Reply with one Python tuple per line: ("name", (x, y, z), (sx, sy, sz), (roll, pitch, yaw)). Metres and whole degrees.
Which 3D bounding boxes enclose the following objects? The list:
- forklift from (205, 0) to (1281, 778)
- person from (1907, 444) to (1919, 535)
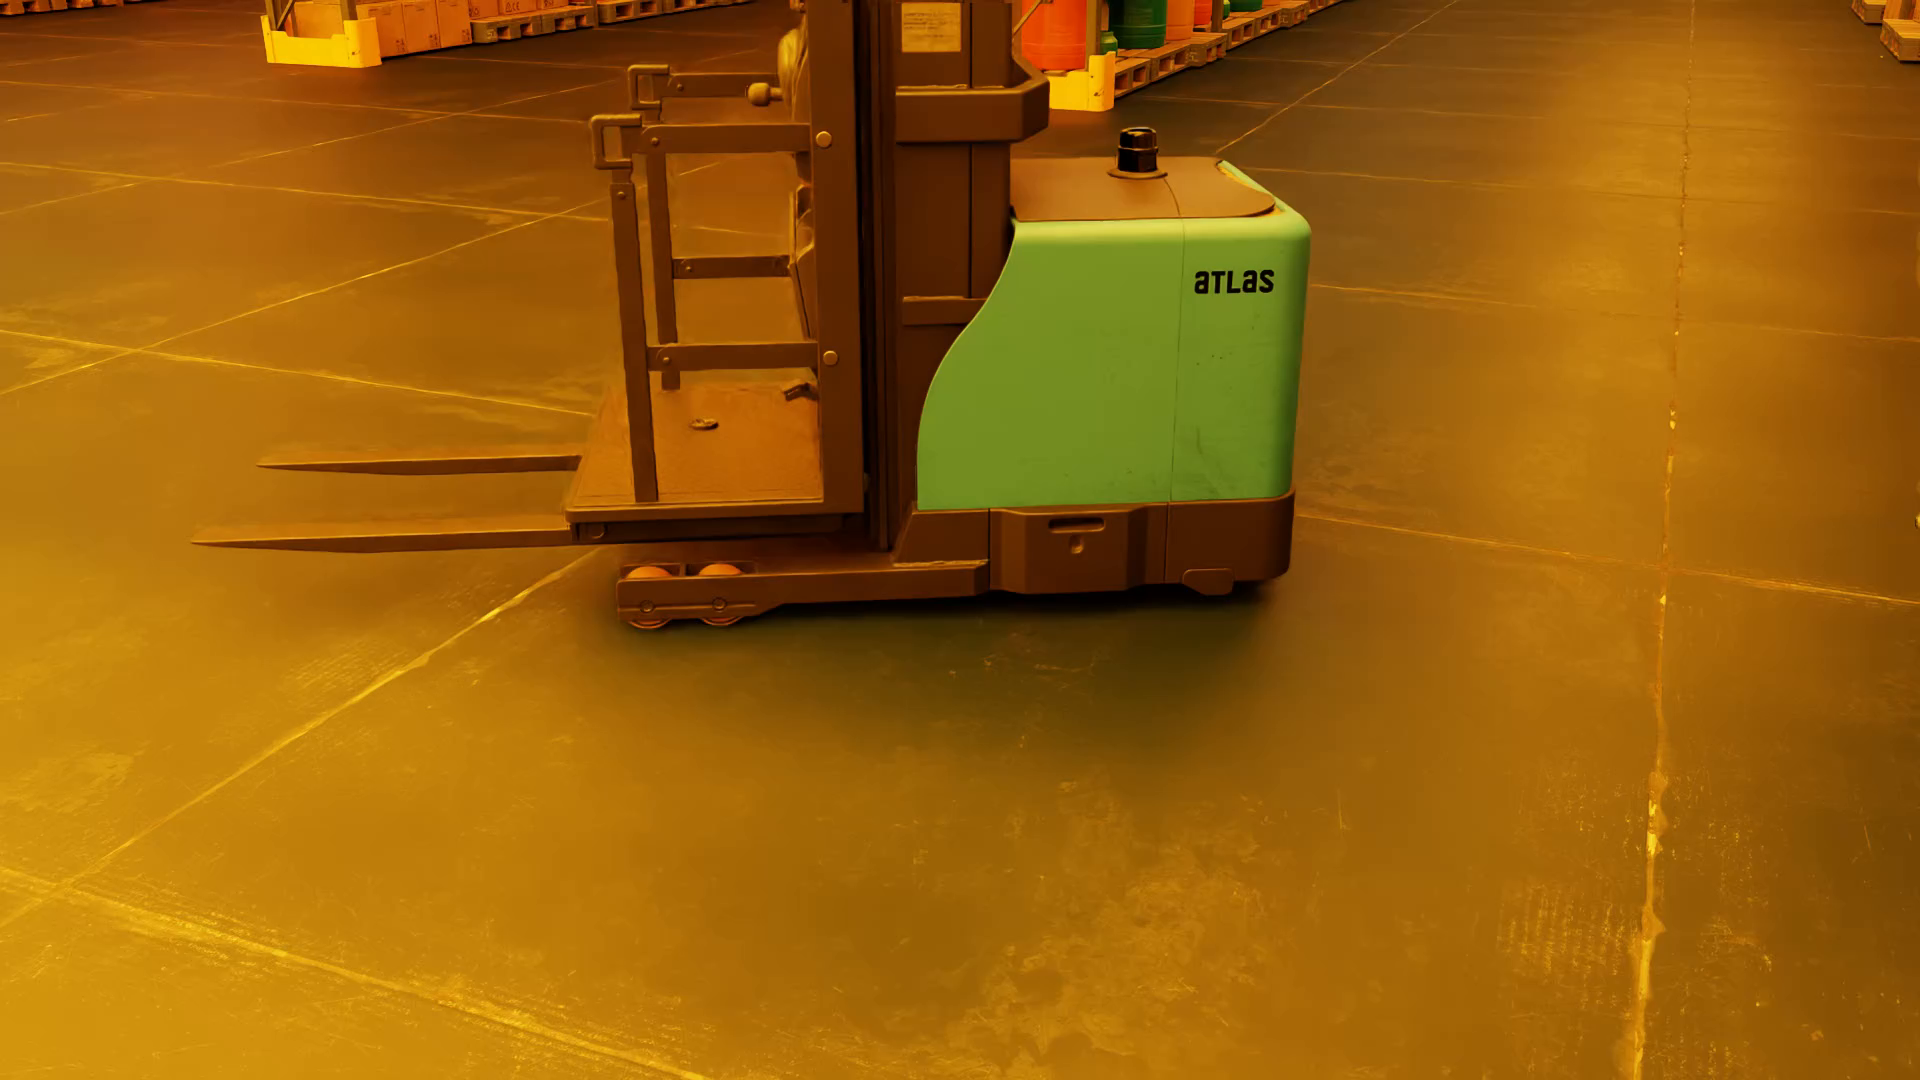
("forklift", (-0.429, -1.174, 4.101), (1.130, 2.935, 3.031), (21, 30, 40))
("person", (3.163, -0.830, 4.866), (0.584, 1.696, 0.529), (-5, 23, -12))
